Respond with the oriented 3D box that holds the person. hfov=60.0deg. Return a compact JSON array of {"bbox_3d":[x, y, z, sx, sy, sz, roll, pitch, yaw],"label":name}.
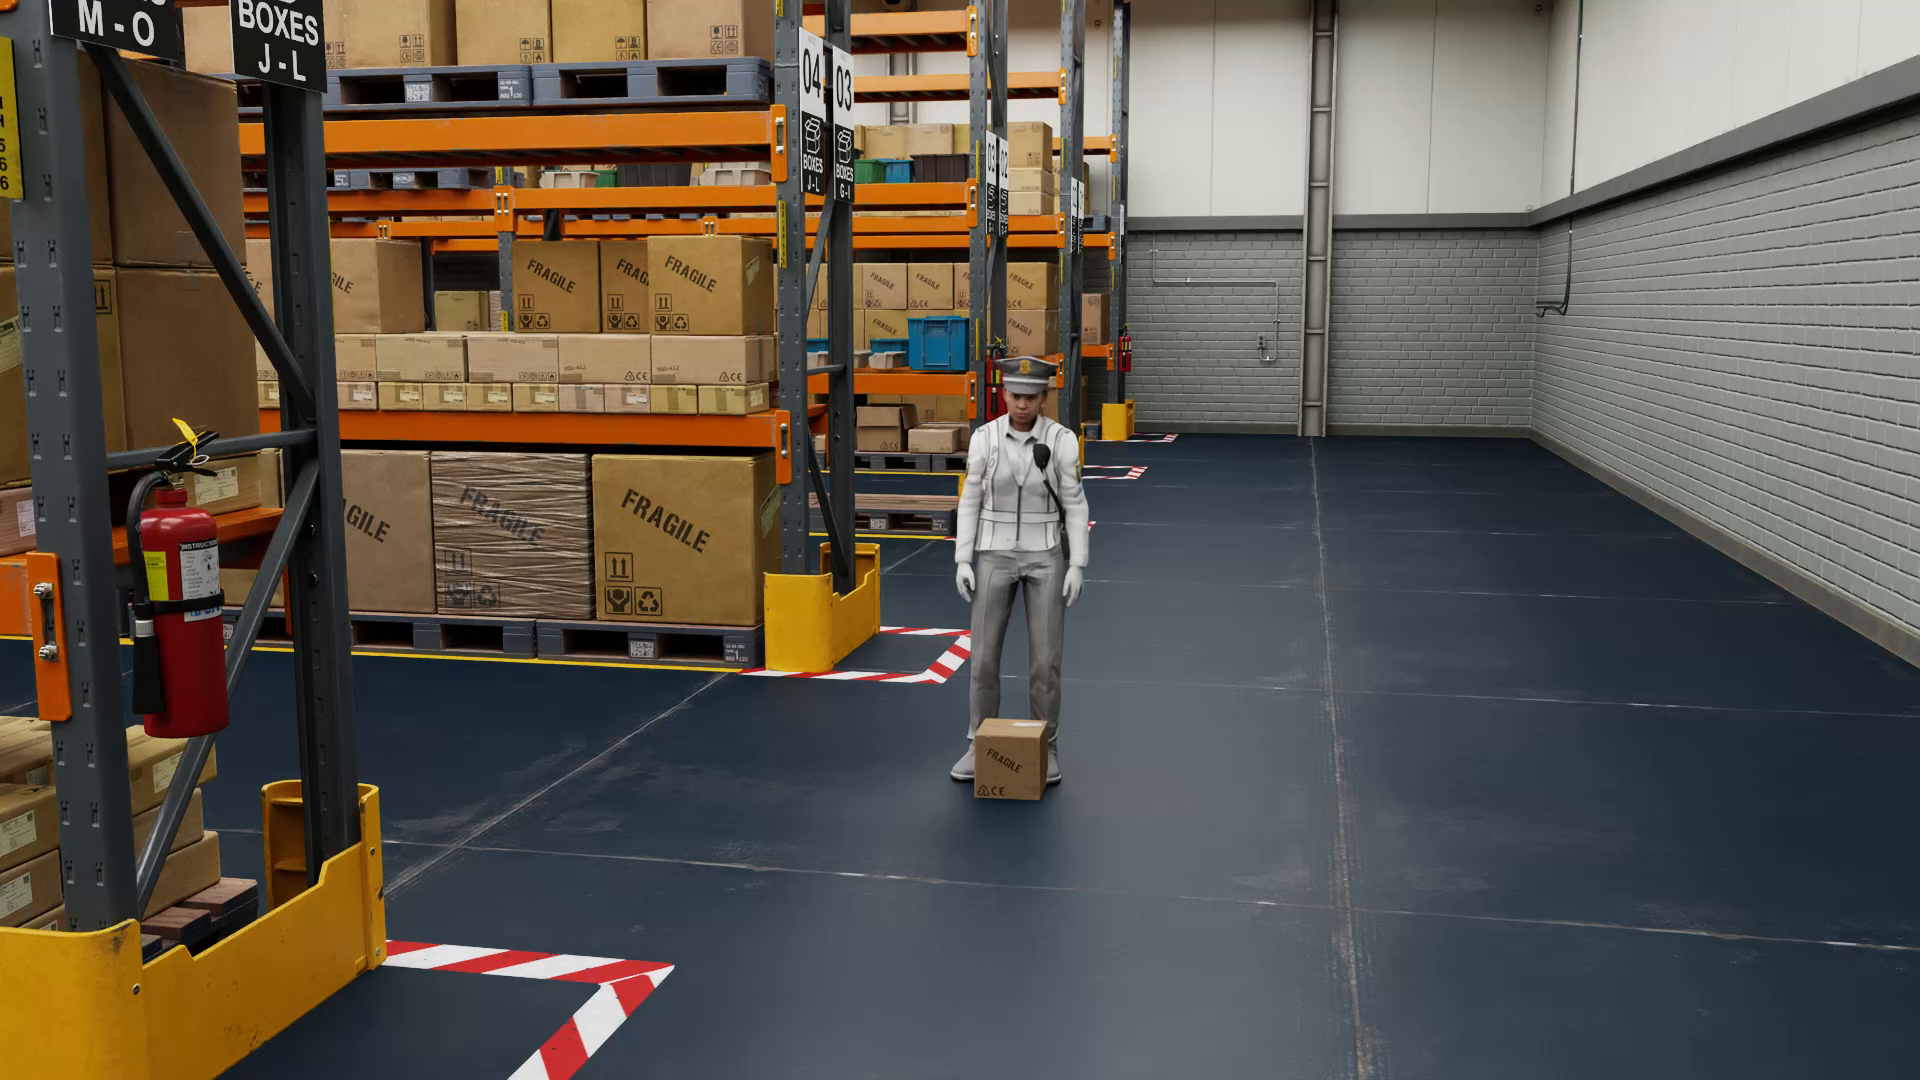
[{"bbox_3d":[0.240,0.110,6.534,0.528,1.662,0.375,1,8,9],"label":"person"}]
